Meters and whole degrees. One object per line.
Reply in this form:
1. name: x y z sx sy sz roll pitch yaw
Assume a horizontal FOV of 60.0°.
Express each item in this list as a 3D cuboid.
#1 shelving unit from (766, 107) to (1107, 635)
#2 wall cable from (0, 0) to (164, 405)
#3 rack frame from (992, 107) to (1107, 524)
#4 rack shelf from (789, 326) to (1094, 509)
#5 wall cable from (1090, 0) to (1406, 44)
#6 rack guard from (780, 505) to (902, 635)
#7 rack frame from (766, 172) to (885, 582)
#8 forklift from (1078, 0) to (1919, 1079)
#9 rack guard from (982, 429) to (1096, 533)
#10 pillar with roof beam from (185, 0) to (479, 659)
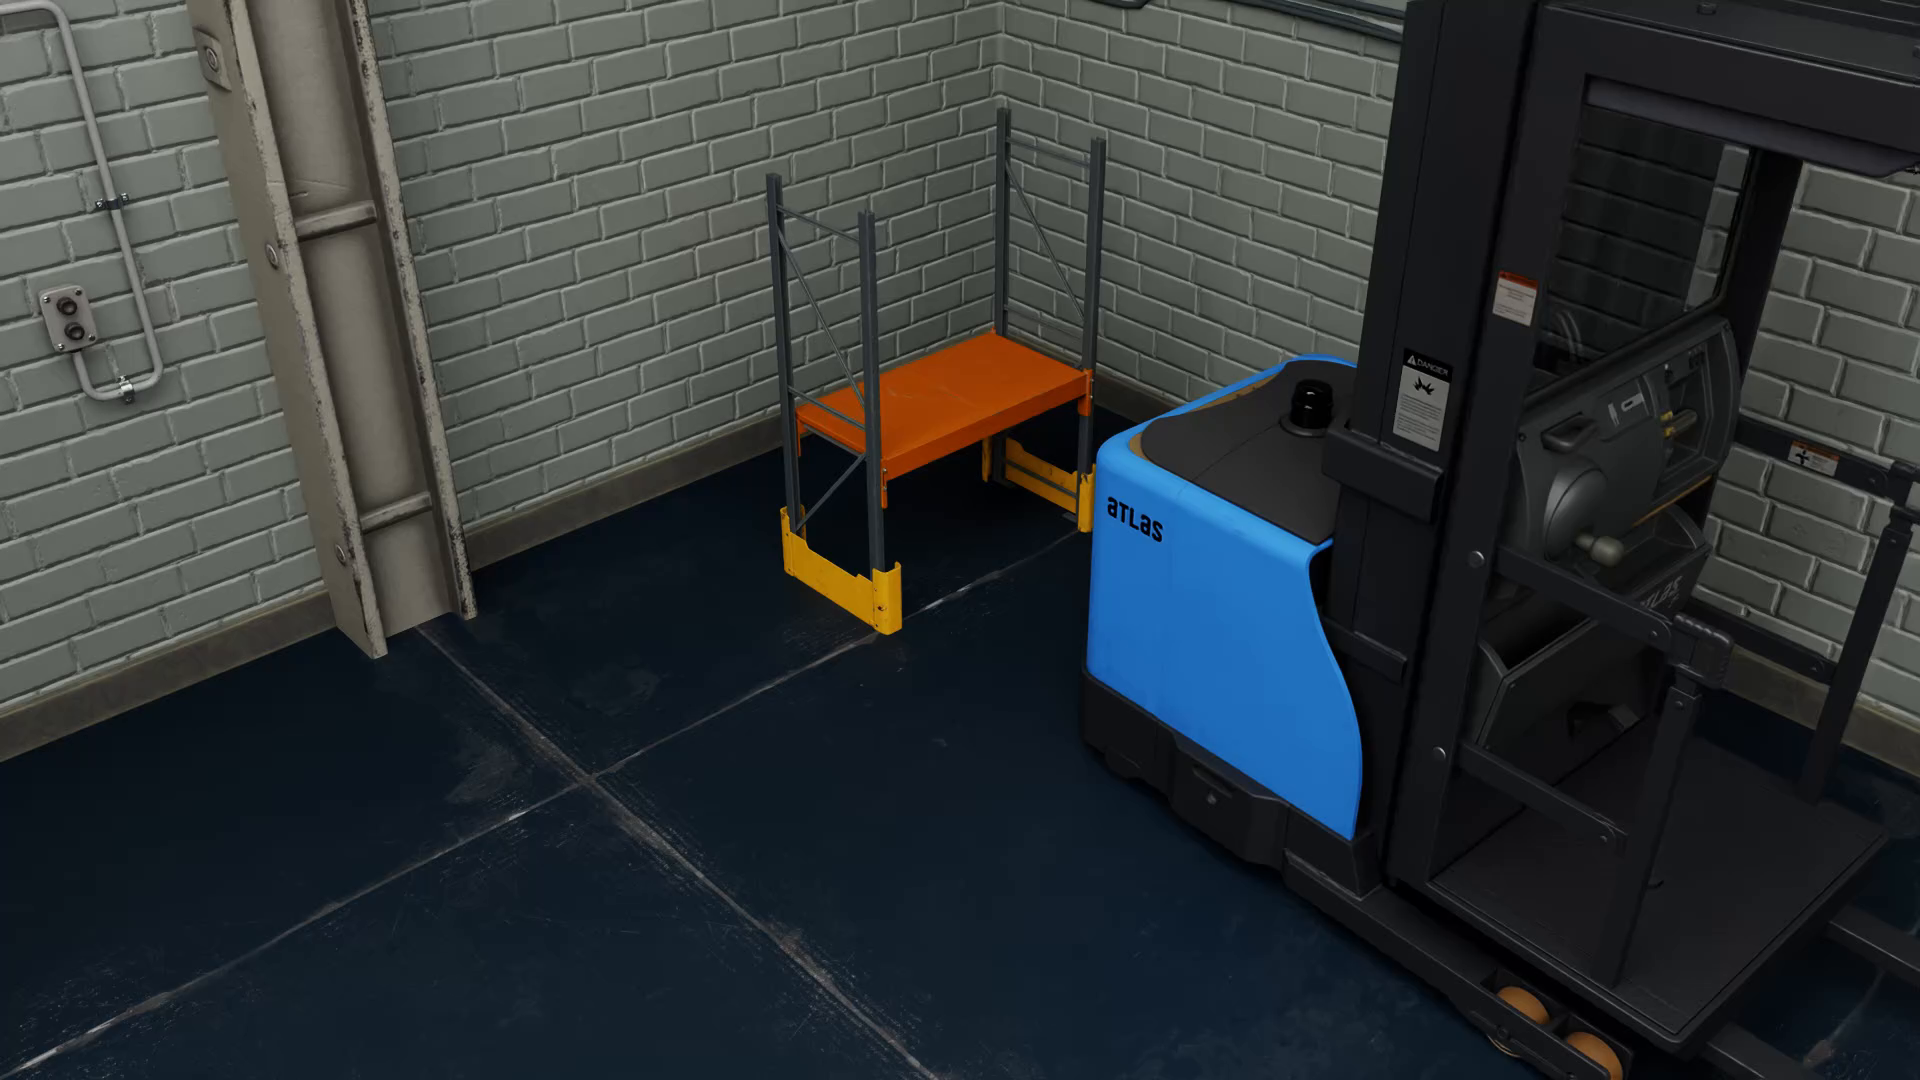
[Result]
1. shelving unit: -0.056 -0.613 5.815 1.083 1.500 0.587 -26 40 -35
2. wall cable: -3.029 -0.968 3.983 1.851 1.984 0.084 -26 40 -35
3. rack frame: 0.310 -0.790 6.104 0.032 1.500 0.500 -26 40 -35
4. rack shelf: -0.063 -0.456 5.903 1.000 0.185 0.538 -26 40 -35
5. wall cable: 1.066 -2.822 5.216 0.112 2.526 3.097 -26 40 -35
6. rack guard: -0.421 0.097 5.852 0.087 0.250 0.587 -26 40 -35
7. rack frame: -0.435 -0.429 5.514 0.032 1.500 0.500 -26 40 -35
8. forklift: 1.706 -0.189 3.749 1.130 2.935 3.031 -24 39 -34
9. rack guard: 0.309 -0.256 6.429 0.087 0.250 0.587 -26 40 -35
10. pillar with roof beam: 0.994 -1.919 0.763 0.400 9.000 9.100 -26 40 -35
